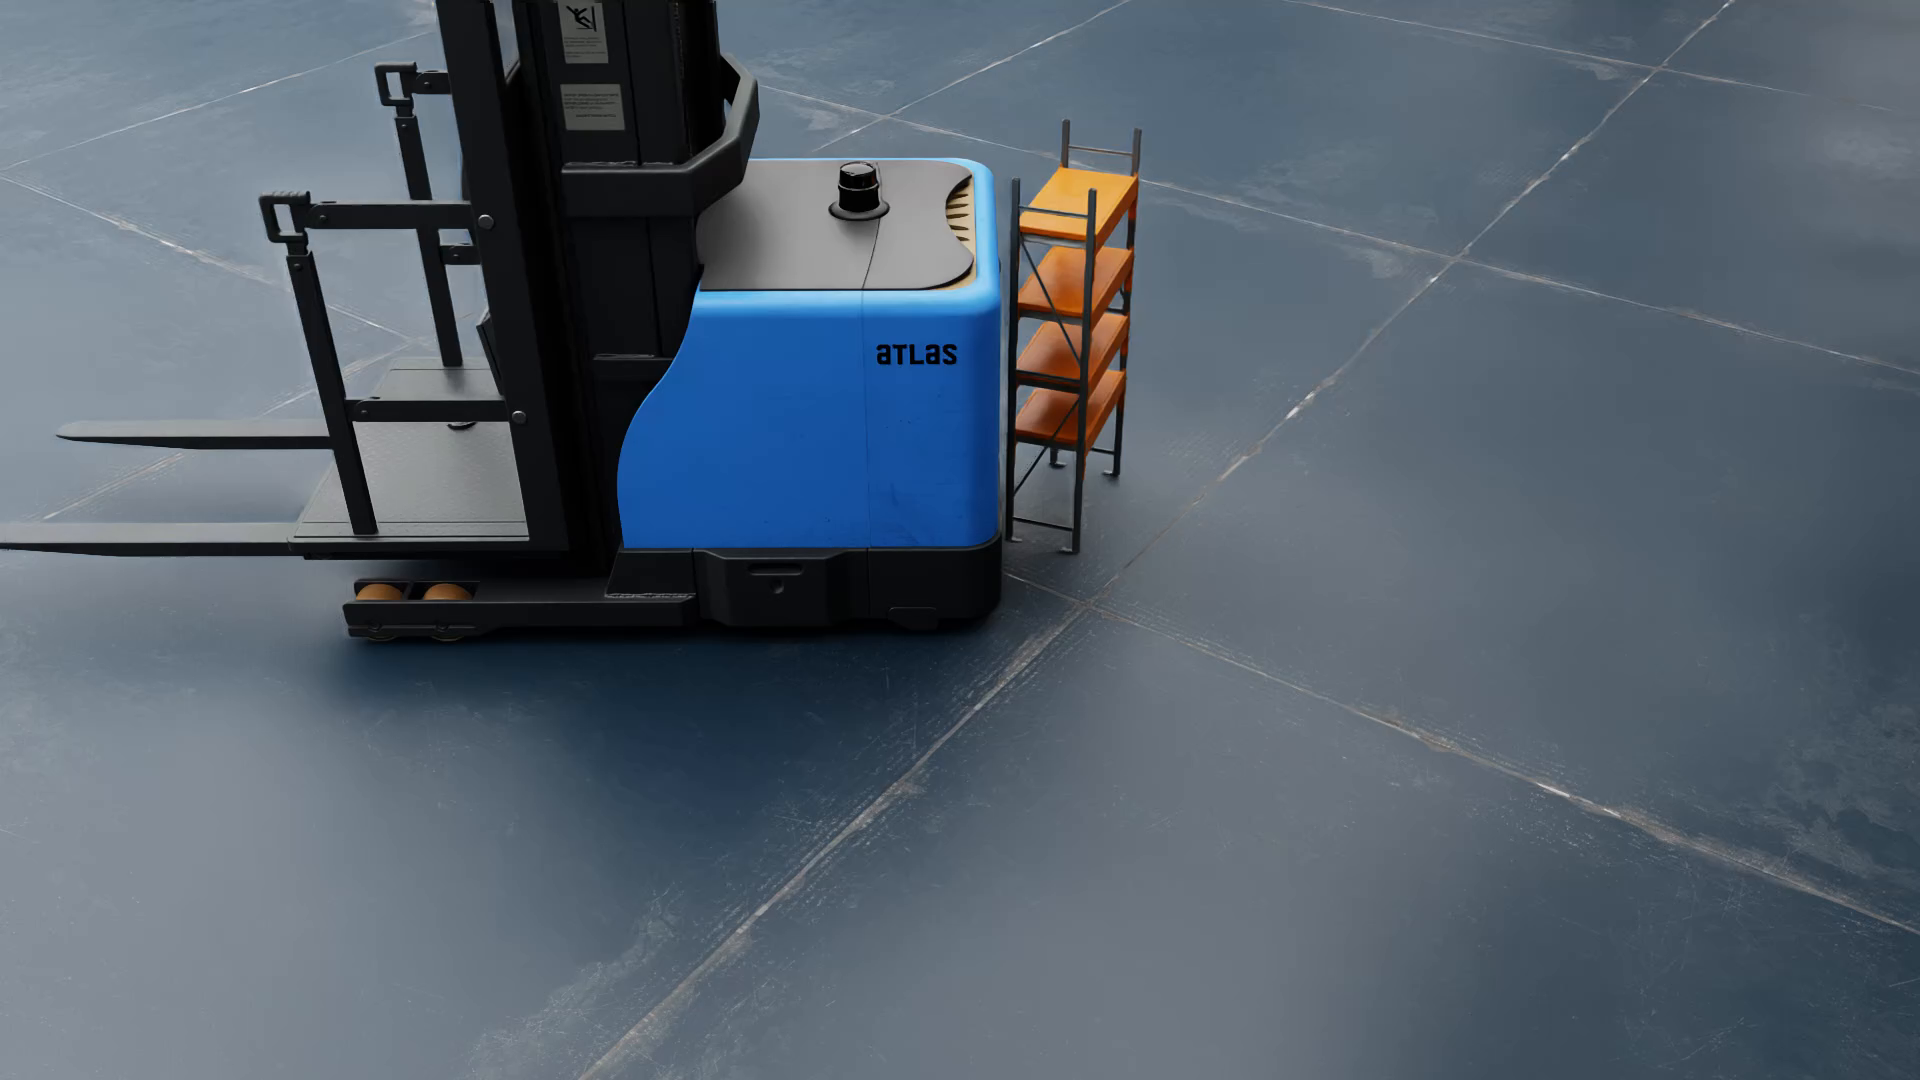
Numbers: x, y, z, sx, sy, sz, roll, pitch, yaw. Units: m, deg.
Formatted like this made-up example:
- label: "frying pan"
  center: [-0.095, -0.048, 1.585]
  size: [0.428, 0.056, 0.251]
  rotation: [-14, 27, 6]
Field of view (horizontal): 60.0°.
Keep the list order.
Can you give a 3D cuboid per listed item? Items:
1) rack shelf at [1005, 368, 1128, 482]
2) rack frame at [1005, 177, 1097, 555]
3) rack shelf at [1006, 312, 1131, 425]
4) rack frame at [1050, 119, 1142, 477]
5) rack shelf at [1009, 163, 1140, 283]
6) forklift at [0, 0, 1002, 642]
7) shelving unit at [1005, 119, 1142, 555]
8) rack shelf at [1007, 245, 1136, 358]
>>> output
- label: "rack shelf"
  center: [0.339, -0.386, 5.225]
  size: [0.258, 0.148, 0.480]
  rotation: [11, 36, 16]
- label: "rack frame"
  center: [0.258, -0.478, 4.885]
  size: [0.240, 1.200, 0.015]
  rotation: [11, 36, 16]
- label: "rack shelf"
  center: [0.339, -0.551, 5.114]
  size: [0.258, 0.148, 0.480]
  rotation: [11, 36, 16]
- label: "rack frame"
  center: [0.420, -0.736, 5.267]
  size: [0.240, 1.200, 0.015]
  rotation: [11, 36, 16]
- label: "rack shelf"
  center: [0.339, -0.932, 4.856]
  size: [0.258, 0.148, 0.480]
  rotation: [11, 36, 16]
- label: "forklift"
  center: [-1.397, -1.218, 4.434]
  size: [3.031, 2.935, 1.130]
  rotation: [0, 34, 0]
- label: "shelving unit"
  center: [0.339, -0.607, 5.076]
  size: [0.258, 1.200, 0.503]
  rotation: [11, 36, 16]
- label: "rack shelf"
  center: [0.339, -0.736, 4.988]
  size: [0.258, 0.148, 0.480]
  rotation: [11, 36, 16]
